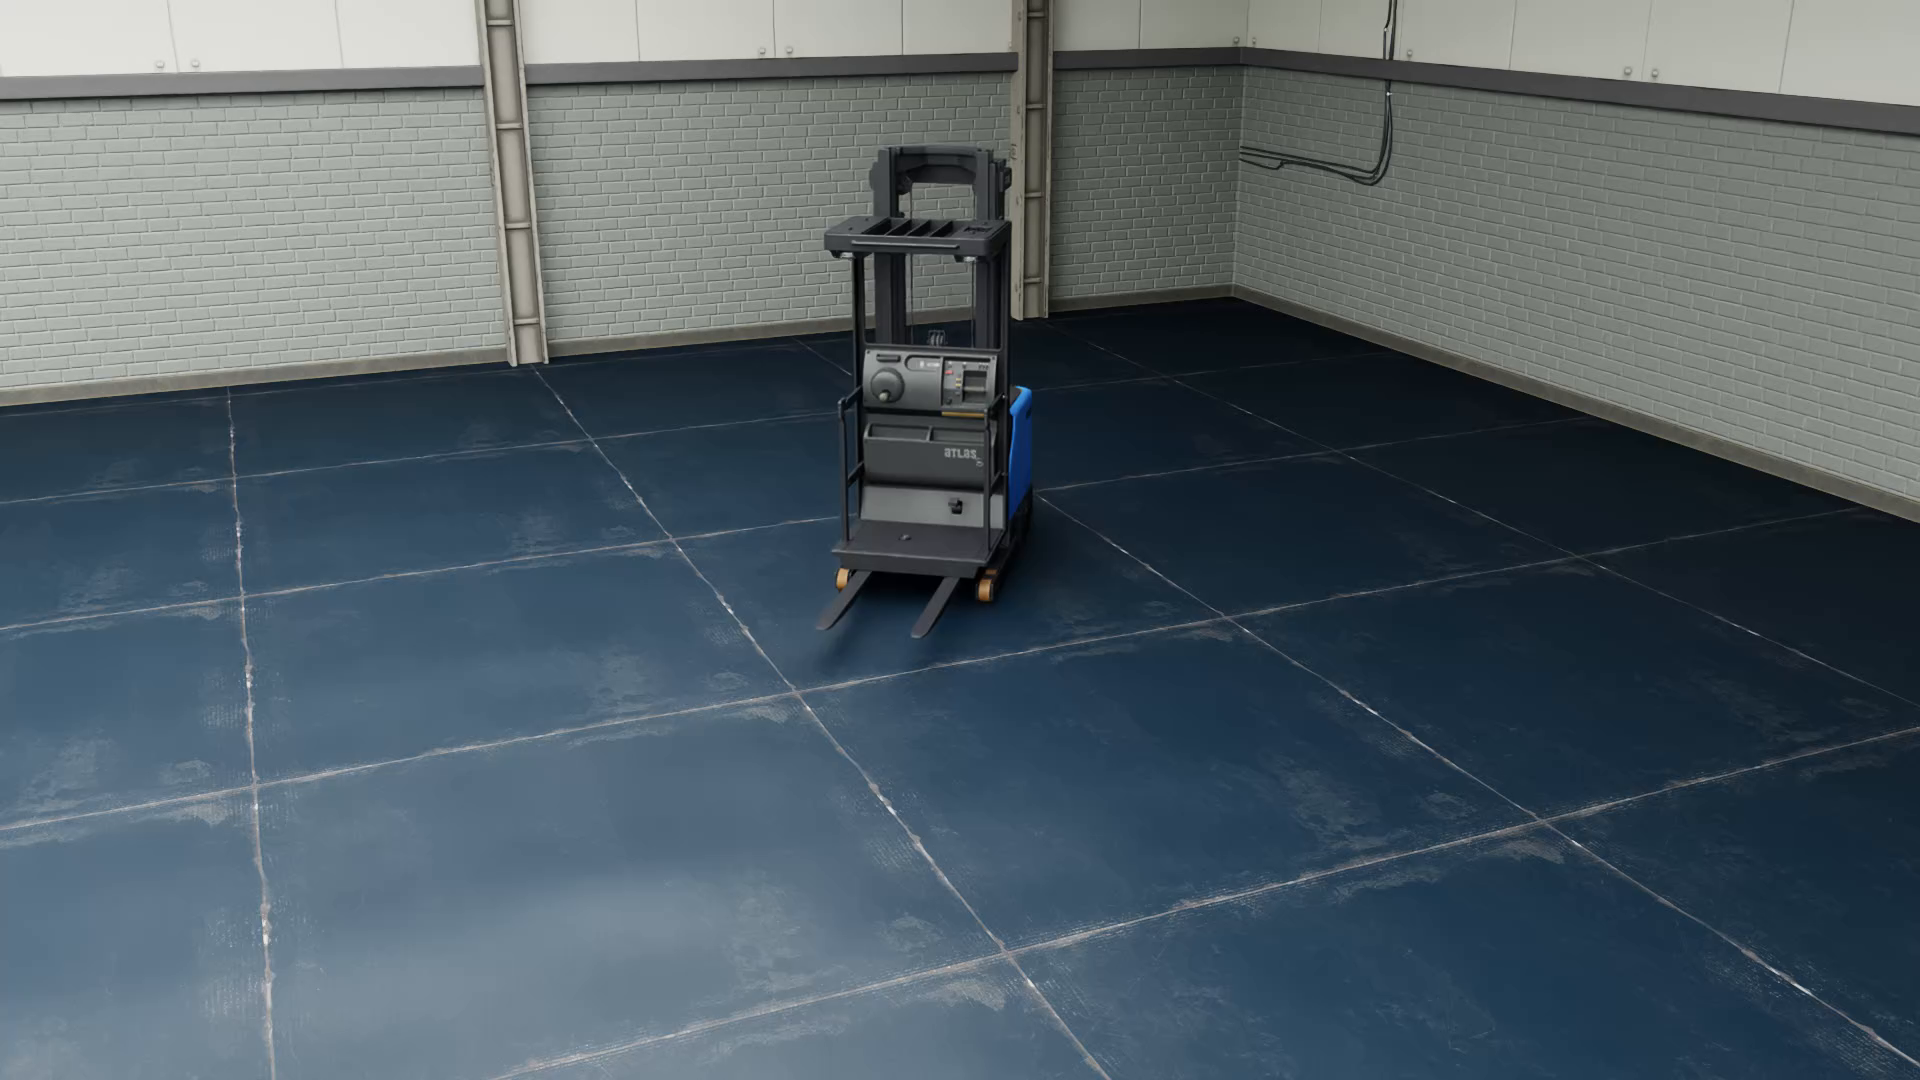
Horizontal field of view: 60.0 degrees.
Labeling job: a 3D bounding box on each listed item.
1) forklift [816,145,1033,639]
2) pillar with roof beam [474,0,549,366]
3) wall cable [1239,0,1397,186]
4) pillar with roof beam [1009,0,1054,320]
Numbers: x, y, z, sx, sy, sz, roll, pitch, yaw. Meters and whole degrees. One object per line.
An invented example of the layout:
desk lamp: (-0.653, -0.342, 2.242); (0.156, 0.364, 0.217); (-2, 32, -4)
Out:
forklift: (-0.248, -1.090, 11.204); (1.130, 2.935, 3.031); (4, 20, 11)
pillar with roof beam: (-2.970, -4.864, 12.785); (0.400, 9.000, 9.100); (-8, 21, -22)
wall cable: (4.063, -5.485, 19.227); (0.112, 2.526, 3.097); (-8, 21, -22)
pillar with roof beam: (2.539, -5.653, 15.027); (0.400, 9.000, 9.100); (-8, 21, -22)
